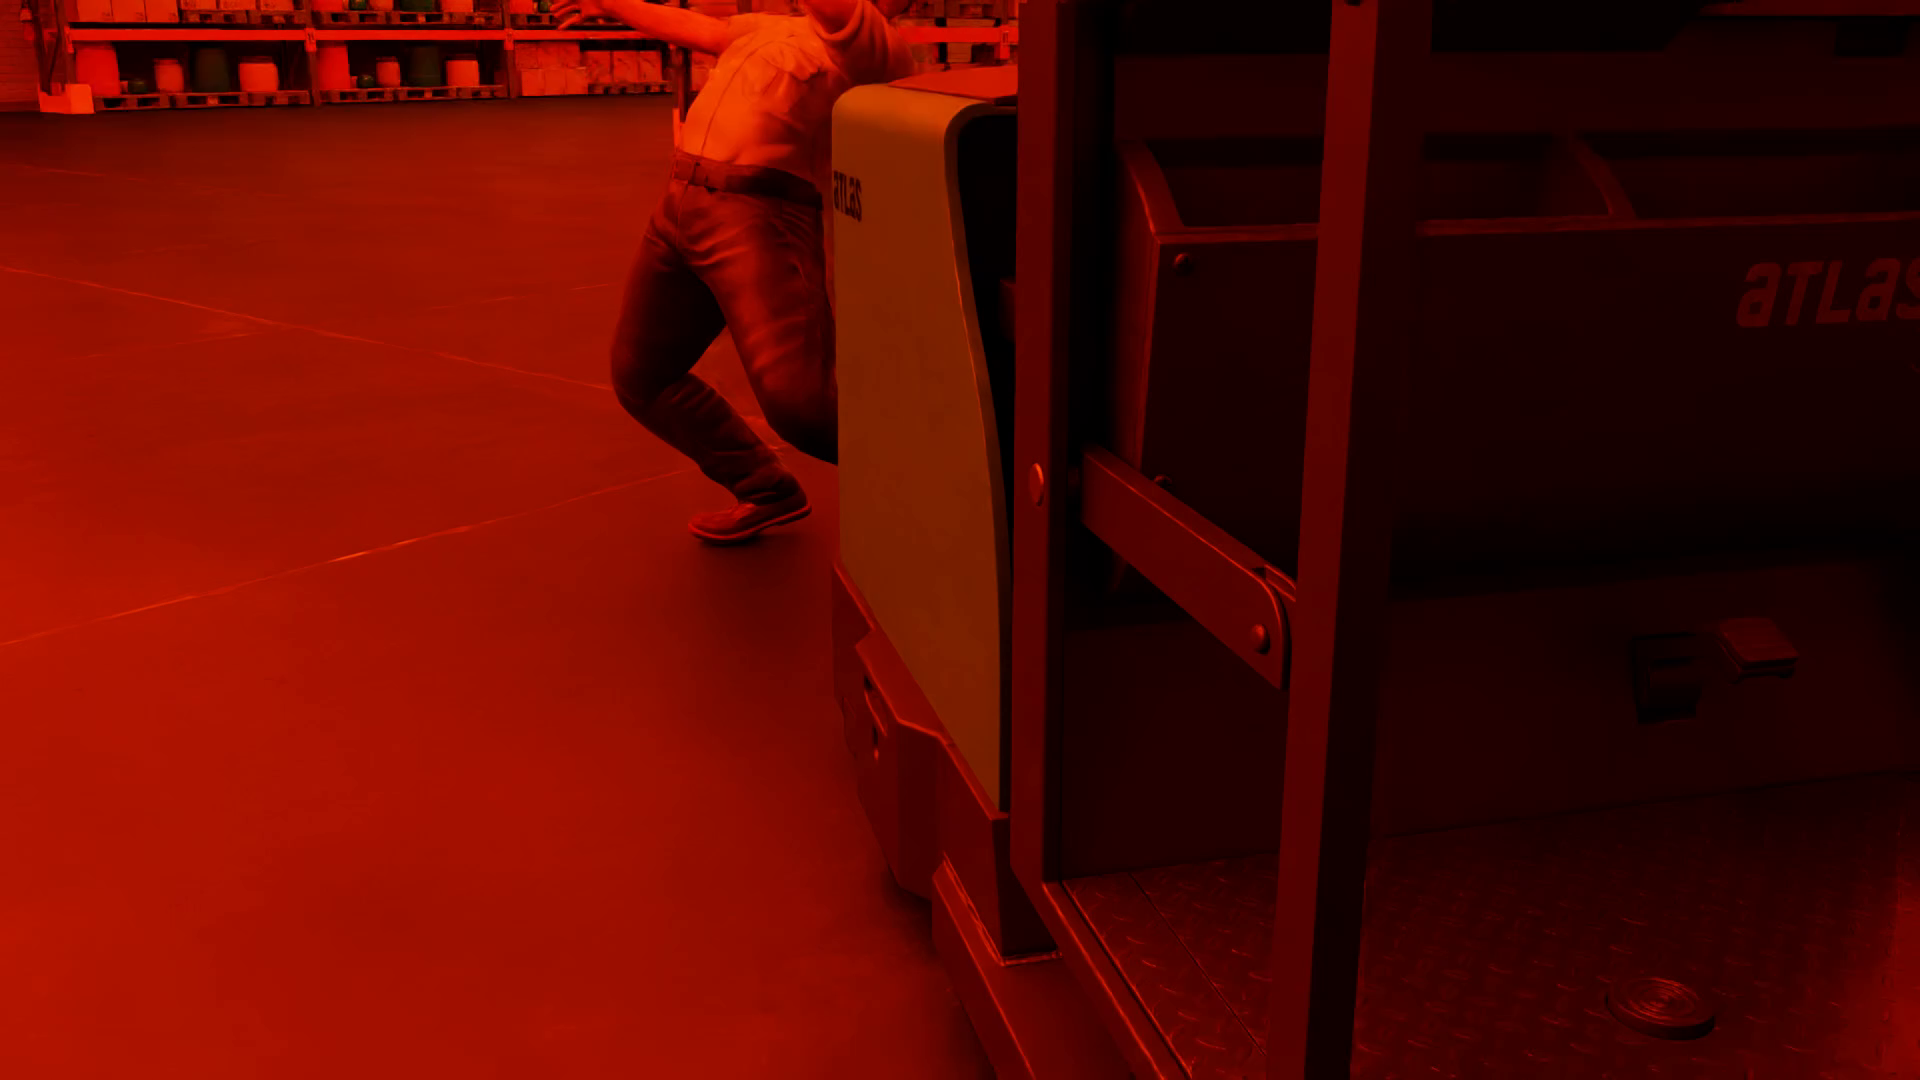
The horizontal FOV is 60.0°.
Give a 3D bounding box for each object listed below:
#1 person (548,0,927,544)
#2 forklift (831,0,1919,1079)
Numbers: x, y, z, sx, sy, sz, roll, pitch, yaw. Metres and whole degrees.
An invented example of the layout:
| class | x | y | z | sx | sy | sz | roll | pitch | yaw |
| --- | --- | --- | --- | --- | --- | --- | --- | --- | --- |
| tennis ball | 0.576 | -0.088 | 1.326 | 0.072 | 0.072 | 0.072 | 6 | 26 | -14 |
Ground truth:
| class | x | y | z | sx | sy | sz | roll | pitch | yaw |
| --- | --- | --- | --- | --- | --- | --- | --- | --- | --- |
| person | -0.472 | -0.728 | 3.697 | 0.646 | 1.515 | 1.013 | -15 | 22 | -40 |
| forklift | 0.653 | -0.709 | 1.232 | 1.130 | 2.935 | 3.031 | -4 | 17 | -14 |
